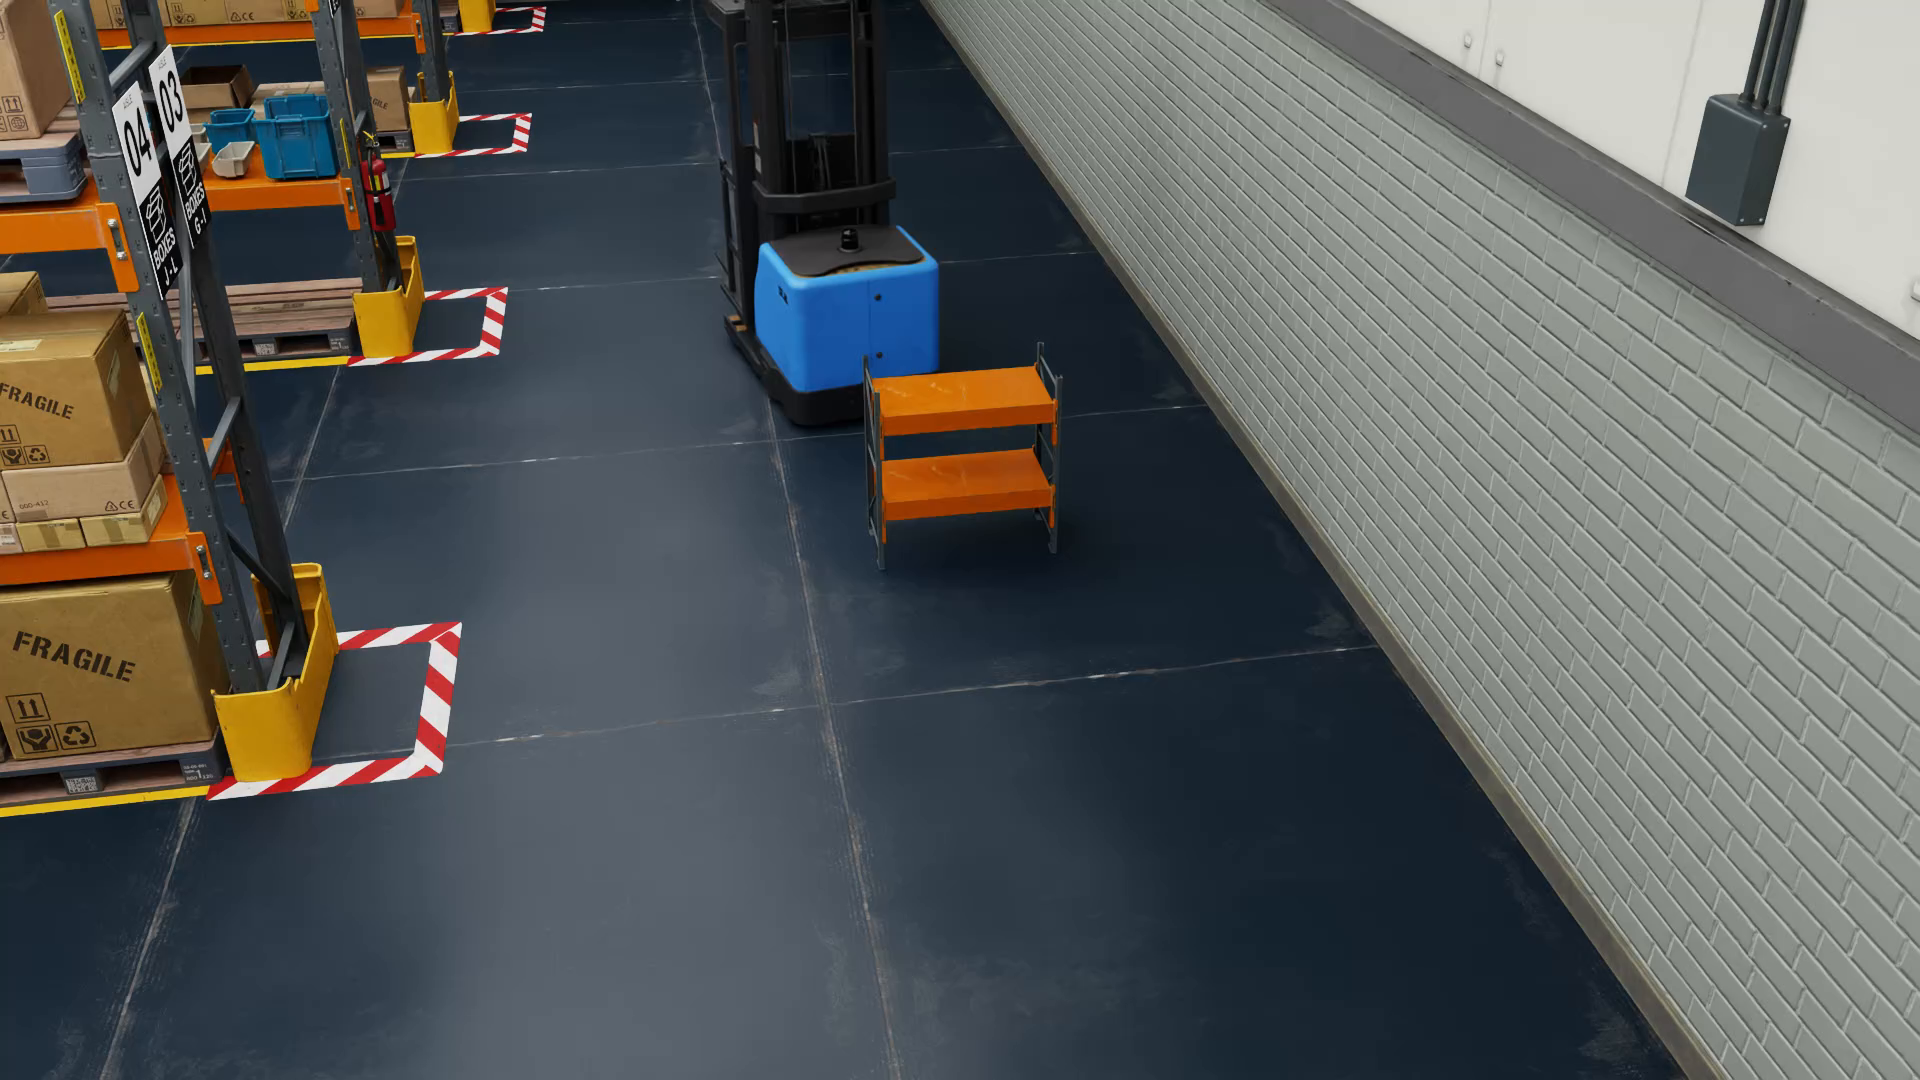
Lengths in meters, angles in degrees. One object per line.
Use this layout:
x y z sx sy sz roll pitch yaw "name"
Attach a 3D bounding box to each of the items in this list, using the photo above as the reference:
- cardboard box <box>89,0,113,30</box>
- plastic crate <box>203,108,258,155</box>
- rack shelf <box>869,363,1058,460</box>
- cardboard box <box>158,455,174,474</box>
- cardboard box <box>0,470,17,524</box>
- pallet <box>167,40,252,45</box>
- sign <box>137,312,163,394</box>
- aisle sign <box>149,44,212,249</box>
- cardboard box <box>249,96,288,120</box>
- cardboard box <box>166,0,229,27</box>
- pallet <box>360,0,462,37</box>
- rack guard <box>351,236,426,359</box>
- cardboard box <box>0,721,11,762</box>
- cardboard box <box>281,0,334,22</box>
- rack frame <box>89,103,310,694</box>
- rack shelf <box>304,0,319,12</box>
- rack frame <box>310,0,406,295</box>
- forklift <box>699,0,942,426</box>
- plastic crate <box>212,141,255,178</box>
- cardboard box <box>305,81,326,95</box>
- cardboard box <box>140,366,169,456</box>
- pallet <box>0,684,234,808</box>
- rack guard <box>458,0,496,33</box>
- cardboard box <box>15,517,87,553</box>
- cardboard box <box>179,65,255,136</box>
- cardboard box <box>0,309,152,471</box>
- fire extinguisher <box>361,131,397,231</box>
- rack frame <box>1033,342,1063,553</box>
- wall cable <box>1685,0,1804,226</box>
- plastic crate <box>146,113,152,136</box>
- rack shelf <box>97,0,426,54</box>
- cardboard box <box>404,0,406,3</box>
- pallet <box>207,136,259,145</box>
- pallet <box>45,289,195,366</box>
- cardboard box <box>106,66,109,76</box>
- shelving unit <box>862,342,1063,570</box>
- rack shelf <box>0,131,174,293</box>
-8.075 -5.015 15.336 0.500 0.500 0.500 -5 31 -8 "cardboard box"
-5.256 -2.943 12.017 0.300 0.233 0.416 -5 31 -9 "plastic crate"
0.007 -0.738 9.432 1.000 0.278 0.538 -5 31 -9 "rack shelf"
-3.822 -0.463 7.940 0.250 0.149 0.380 -5 31 -8 "cardboard box"
-4.342 -0.280 7.236 0.500 0.250 0.500 -6 31 -10 "cardboard box"
-9.263 -6.311 20.389 1.213 0.211 1.003 -5 31 -9 "pallet"
-3.330 -0.768 6.836 0.005 0.325 0.100 -5 31 -9 "sign"
-3.397 -1.716 7.258 0.004 0.787 0.394 -5 31 -9 "aisle sign"
-6.625 -4.138 16.222 0.500 0.250 0.500 -5 31 -9 "cardboard box"
-7.083 -5.107 15.492 0.500 0.500 0.500 -6 31 -10 "cardboard box"
-6.863 -6.534 20.768 1.213 0.211 1.003 -5 31 -9 "pallet"
-4.285 -1.839 12.499 0.348 0.500 1.175 -5 31 -9 "rack guard"
-4.924 0.477 7.775 0.875 0.875 0.875 -5 31 -9 "cardboard box"
-6.096 -5.196 15.643 0.500 0.500 0.500 -5 31 -8 "cardboard box"
-3.414 -0.439 7.651 0.127 3.000 1.000 -5 31 -9 "rack frame"
-6.273 -3.709 10.963 4.000 0.370 1.077 -5 31 -9 "rack shelf"
-4.306 -2.908 11.851 0.127 3.000 1.000 -5 31 -9 "rack frame"
-1.121 -2.754 11.657 1.130 2.935 3.031 -11 32 -18 "forklift"
-5.075 -2.656 11.623 0.243 0.136 0.396 -5 31 -9 "plastic crate"
-6.272 -4.429 16.716 0.500 0.250 0.500 -5 31 -9 "cardboard box"
-3.934 -0.593 7.768 0.500 0.250 0.500 -6 31 -10 "cardboard box"
-4.186 0.875 8.168 1.213 0.211 1.003 -5 31 -9 "pallet"
-6.067 -6.772 20.889 0.348 0.500 1.175 -5 31 -9 "rack guard"
-3.960 -0.109 7.339 0.250 0.149 0.380 -5 31 -8 "cardboard box"
-7.282 -4.301 16.248 0.637 0.503 0.797 -5 31 -9 "cardboard box"
-3.846 -0.650 7.125 0.500 0.500 0.500 -5 31 -8 "cardboard box"
-4.076 -2.501 11.603 0.183 0.674 0.296 -5 31 -9 "fire extinguisher"
0.507 -0.532 9.659 0.032 1.125 0.500 -5 31 -9 "rack frame"
2.769 -3.209 3.271 0.120 5.999 2.277 -5 31 -9 "wall cable"
-5.903 -2.883 11.915 0.300 0.233 0.416 -5 31 -9 "plastic crate"
-7.162 -4.886 15.924 4.000 0.370 1.077 -5 31 -9 "rack shelf"
-5.678 -5.512 16.181 0.500 0.500 0.500 -5 31 -8 "cardboard box"
-7.251 -3.986 16.436 1.213 0.211 1.003 -5 31 -9 "pallet"
-6.322 -1.541 12.276 1.213 0.211 1.003 -5 31 -9 "pallet"
-8.620 -4.319 16.282 0.500 0.500 0.500 -5 31 -9 "cardboard box"
0.007 -0.486 9.580 1.048 1.125 0.538 -5 31 -9 "shelving unit"
-5.381 -1.239 6.763 4.000 0.370 1.077 -5 31 -9 "rack shelf"
